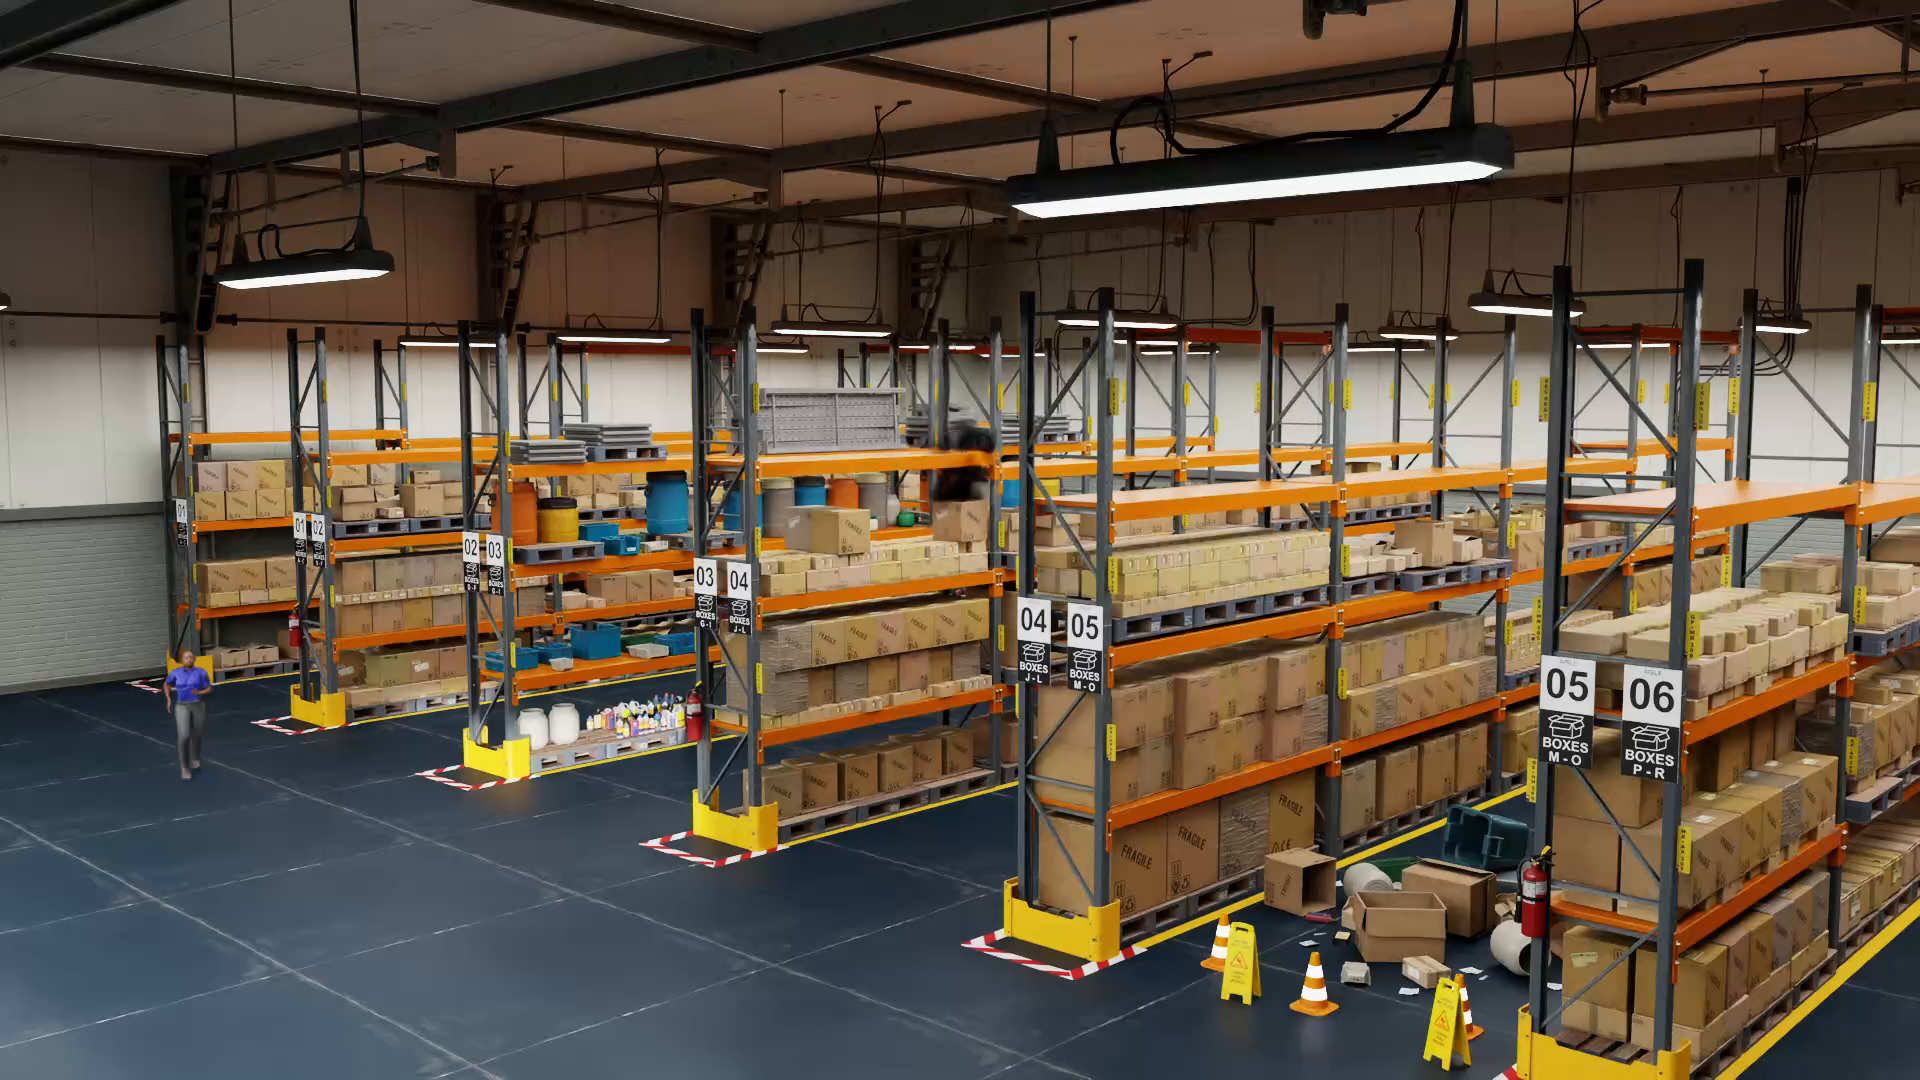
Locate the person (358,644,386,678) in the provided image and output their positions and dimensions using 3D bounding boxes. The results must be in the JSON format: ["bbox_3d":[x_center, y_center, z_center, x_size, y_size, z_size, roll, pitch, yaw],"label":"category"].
[{"bbox_3d":[-9.820,1.644,28.061,0.672,1.849,0.858,4,6,33],"label":"person"}]

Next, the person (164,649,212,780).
[{"bbox_3d":[-10.155,2.290,21.923,0.543,1.719,0.738,-3,6,-32],"label":"person"}]
